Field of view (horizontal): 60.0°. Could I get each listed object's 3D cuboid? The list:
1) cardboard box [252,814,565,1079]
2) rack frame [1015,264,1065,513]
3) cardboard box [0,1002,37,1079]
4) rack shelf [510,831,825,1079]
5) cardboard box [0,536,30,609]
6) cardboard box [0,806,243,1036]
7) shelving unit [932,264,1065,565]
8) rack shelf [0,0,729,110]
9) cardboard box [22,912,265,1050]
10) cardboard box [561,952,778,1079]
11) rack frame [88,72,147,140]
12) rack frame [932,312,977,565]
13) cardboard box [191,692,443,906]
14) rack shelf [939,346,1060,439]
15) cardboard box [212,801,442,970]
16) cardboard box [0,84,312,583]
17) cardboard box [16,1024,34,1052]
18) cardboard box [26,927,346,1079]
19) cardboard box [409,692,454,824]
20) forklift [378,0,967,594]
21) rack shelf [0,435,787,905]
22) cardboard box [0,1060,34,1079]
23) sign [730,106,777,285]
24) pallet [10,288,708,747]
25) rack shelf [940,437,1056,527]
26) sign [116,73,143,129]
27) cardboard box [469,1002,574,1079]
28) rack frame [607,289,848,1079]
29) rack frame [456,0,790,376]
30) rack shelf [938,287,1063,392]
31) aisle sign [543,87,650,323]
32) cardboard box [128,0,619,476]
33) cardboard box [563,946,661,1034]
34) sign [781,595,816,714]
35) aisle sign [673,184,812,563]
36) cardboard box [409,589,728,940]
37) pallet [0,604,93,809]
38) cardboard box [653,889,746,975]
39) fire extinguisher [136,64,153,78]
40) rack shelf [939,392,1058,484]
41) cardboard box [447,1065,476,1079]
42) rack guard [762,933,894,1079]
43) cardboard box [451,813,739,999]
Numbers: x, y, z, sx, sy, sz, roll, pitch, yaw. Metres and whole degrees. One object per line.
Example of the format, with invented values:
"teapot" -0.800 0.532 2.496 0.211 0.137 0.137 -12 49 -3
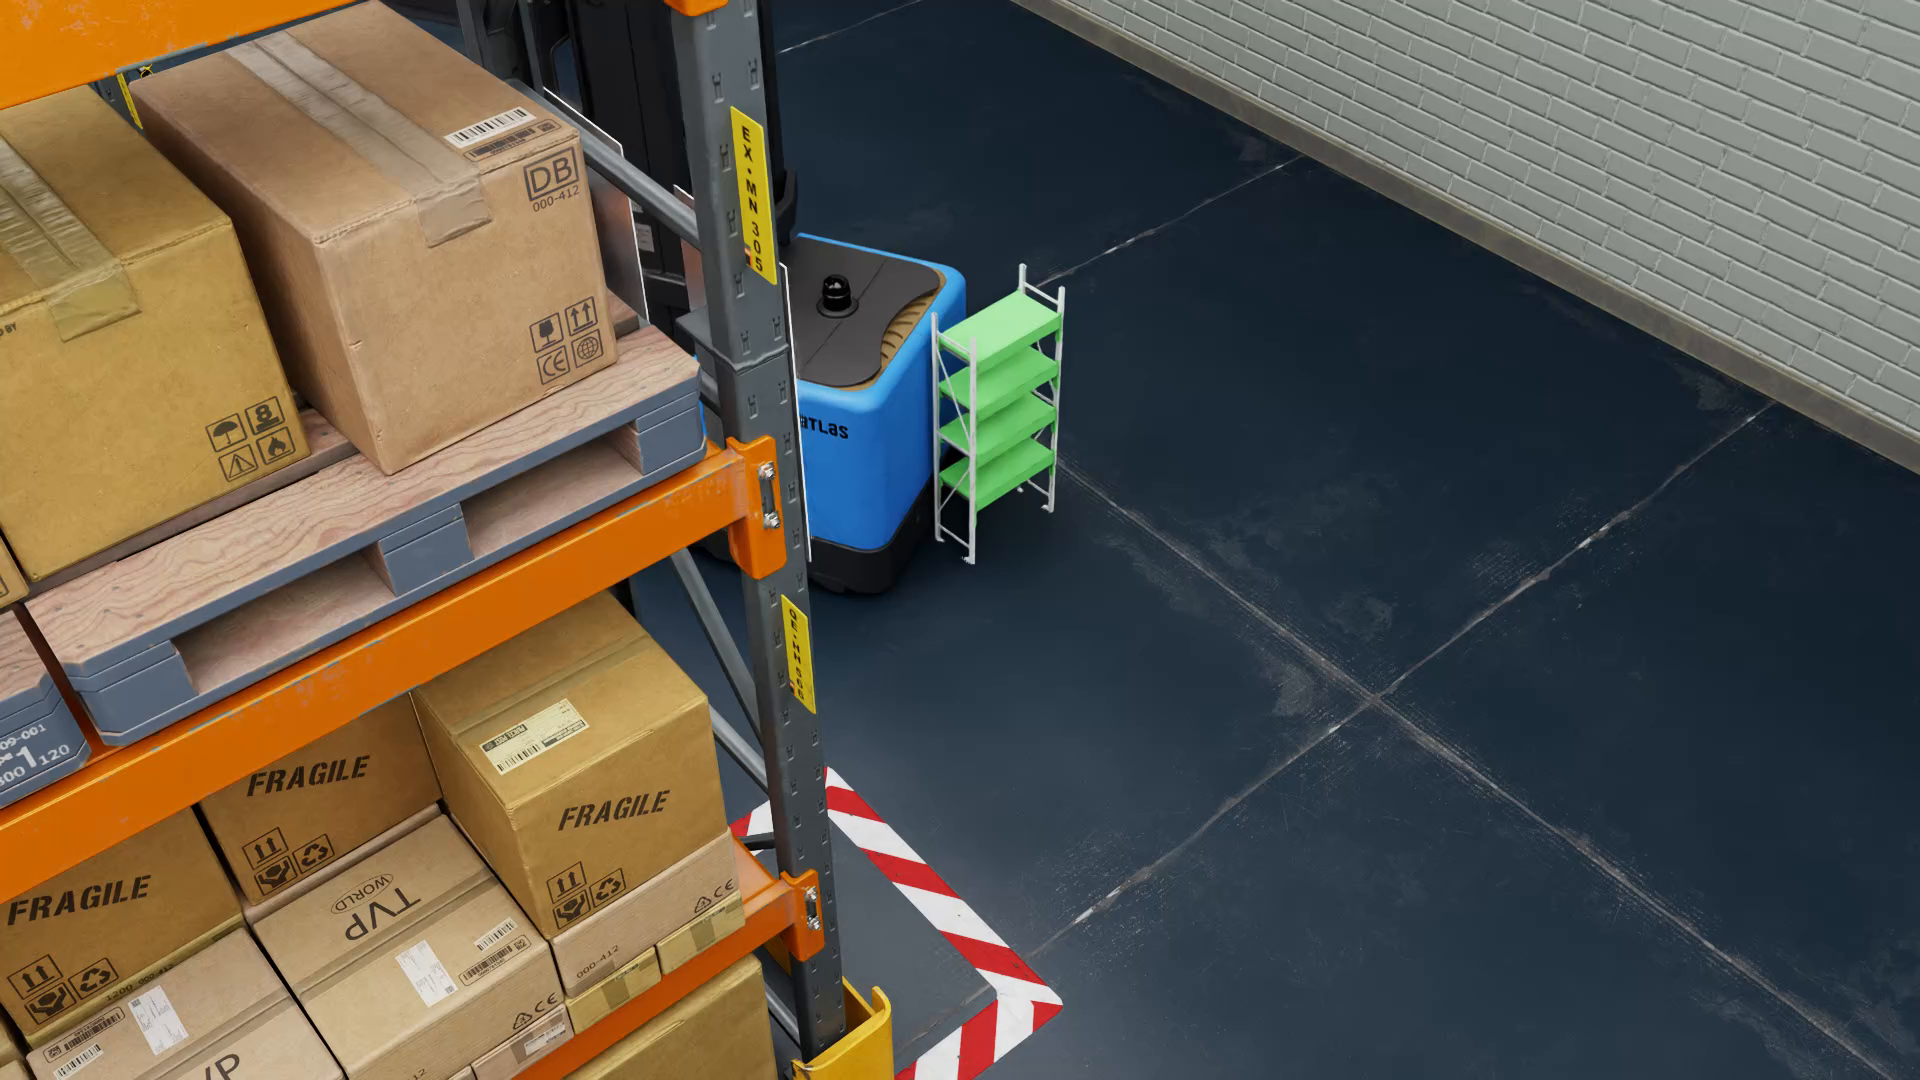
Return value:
"cardboard box" -1.300 1.002 3.937 0.500 0.250 0.500 -31 51 -29
"rack frame" 0.330 -0.621 7.089 0.015 1.200 0.240 -33 52 -30
"cardboard box" -2.429 1.179 3.749 0.500 0.250 0.500 -31 51 -29
"rack shelf" -2.243 1.622 3.911 4.000 0.370 1.077 -30 51 -28
"cardboard box" -1.948 -0.145 2.623 0.500 0.500 0.700 -33 52 -30
"cardboard box" -2.027 0.674 3.740 0.500 0.500 0.500 -31 51 -29
"shelving unit" 0.153 -0.506 6.966 0.503 1.200 0.258 -33 52 -30
"rack shelf" -2.243 -0.419 1.994 4.000 0.370 1.077 -30 51 -28
"cardboard box" -2.033 0.947 3.996 0.500 0.250 0.500 -32 52 -29
"cardboard box" -1.149 1.426 4.839 0.875 0.875 0.875 -30 51 -28
"rack frame" -3.887 -2.119 7.369 0.127 3.000 1.000 -30 51 -28
"rack frame" -0.023 -0.391 6.844 0.015 1.200 0.240 -33 52 -30
"cardboard box" -1.634 0.443 3.985 0.500 0.500 0.500 -31 51 -29
"rack shelf" 0.153 -0.635 6.846 0.480 0.148 0.258 -33 52 -30
"cardboard box" -1.645 0.729 4.229 0.500 0.250 0.500 -30 51 -28
"cardboard box" -1.582 -0.397 2.892 0.500 0.500 0.700 -32 52 -29
"cardboard box" -2.372 1.232 3.984 0.250 0.149 0.380 -31 51 -29
"cardboard box" -1.690 1.226 3.699 0.500 0.250 0.500 -32 52 -29
"cardboard box" -1.250 0.497 4.476 0.500 0.250 0.500 -31 51 -29
"forklift" -1.530 -1.486 6.745 3.031 2.935 1.130 15 45 16
"rack shelf" -2.243 0.529 2.884 4.000 0.370 1.077 -30 51 -28
"cardboard box" -2.087 1.457 3.453 0.500 0.250 0.500 -30 51 -28
"sign" -0.371 -0.615 2.987 0.005 0.325 0.100 -30 51 -28
"pallet" -1.271 -0.248 3.250 1.213 0.211 1.003 -30 51 -28
"rack shelf" 0.153 -0.285 7.174 0.480 0.148 0.258 -33 52 -30
"sign" -3.521 -1.897 7.013 0.005 0.325 0.100 -30 51 -28
"cardboard box" -1.163 1.128 4.095 0.250 0.149 0.380 -30 51 -28
"rack frame" -0.709 0.482 4.600 0.127 3.000 1.000 -30 51 -28
"rack frame" -0.709 -1.705 2.546 0.127 3.000 1.000 -30 51 -28
"rack shelf" 0.153 -0.809 6.681 0.480 0.148 0.258 -33 52 -30
"aisle sign" -0.846 -0.655 3.911 0.004 0.787 0.394 -30 51 -28
"cardboard box" -1.073 -0.581 3.087 0.500 0.500 0.700 -33 52 -30
"cardboard box" -0.969 1.018 4.213 0.250 0.149 0.380 -29 51 -28
"sign" -0.371 0.264 3.812 0.005 0.325 0.100 -30 51 -28
"aisle sign" -0.461 -0.340 3.576 0.004 0.787 0.394 -30 51 -28
"cardboard box" -0.914 0.506 3.918 0.500 0.500 0.500 -29 50 -27
"pallet" -2.208 0.291 2.677 1.213 0.211 1.003 -30 51 -28
"cardboard box" -0.771 0.902 4.335 0.250 0.149 0.380 -29 50 -27
"fire extinguisher" -3.479 -1.783 7.340 0.183 0.674 0.296 -30 51 -28
"rack shelf" 0.153 -0.460 7.010 0.480 0.148 0.258 -33 52 -30
"cardboard box" -1.355 1.237 3.979 0.250 0.149 0.380 -29 50 -27
"rack guard" -0.690 1.382 5.467 0.348 0.500 1.175 -30 51 -28
"cardboard box" -0.910 0.780 4.174 0.500 0.250 0.500 -31 51 -28
